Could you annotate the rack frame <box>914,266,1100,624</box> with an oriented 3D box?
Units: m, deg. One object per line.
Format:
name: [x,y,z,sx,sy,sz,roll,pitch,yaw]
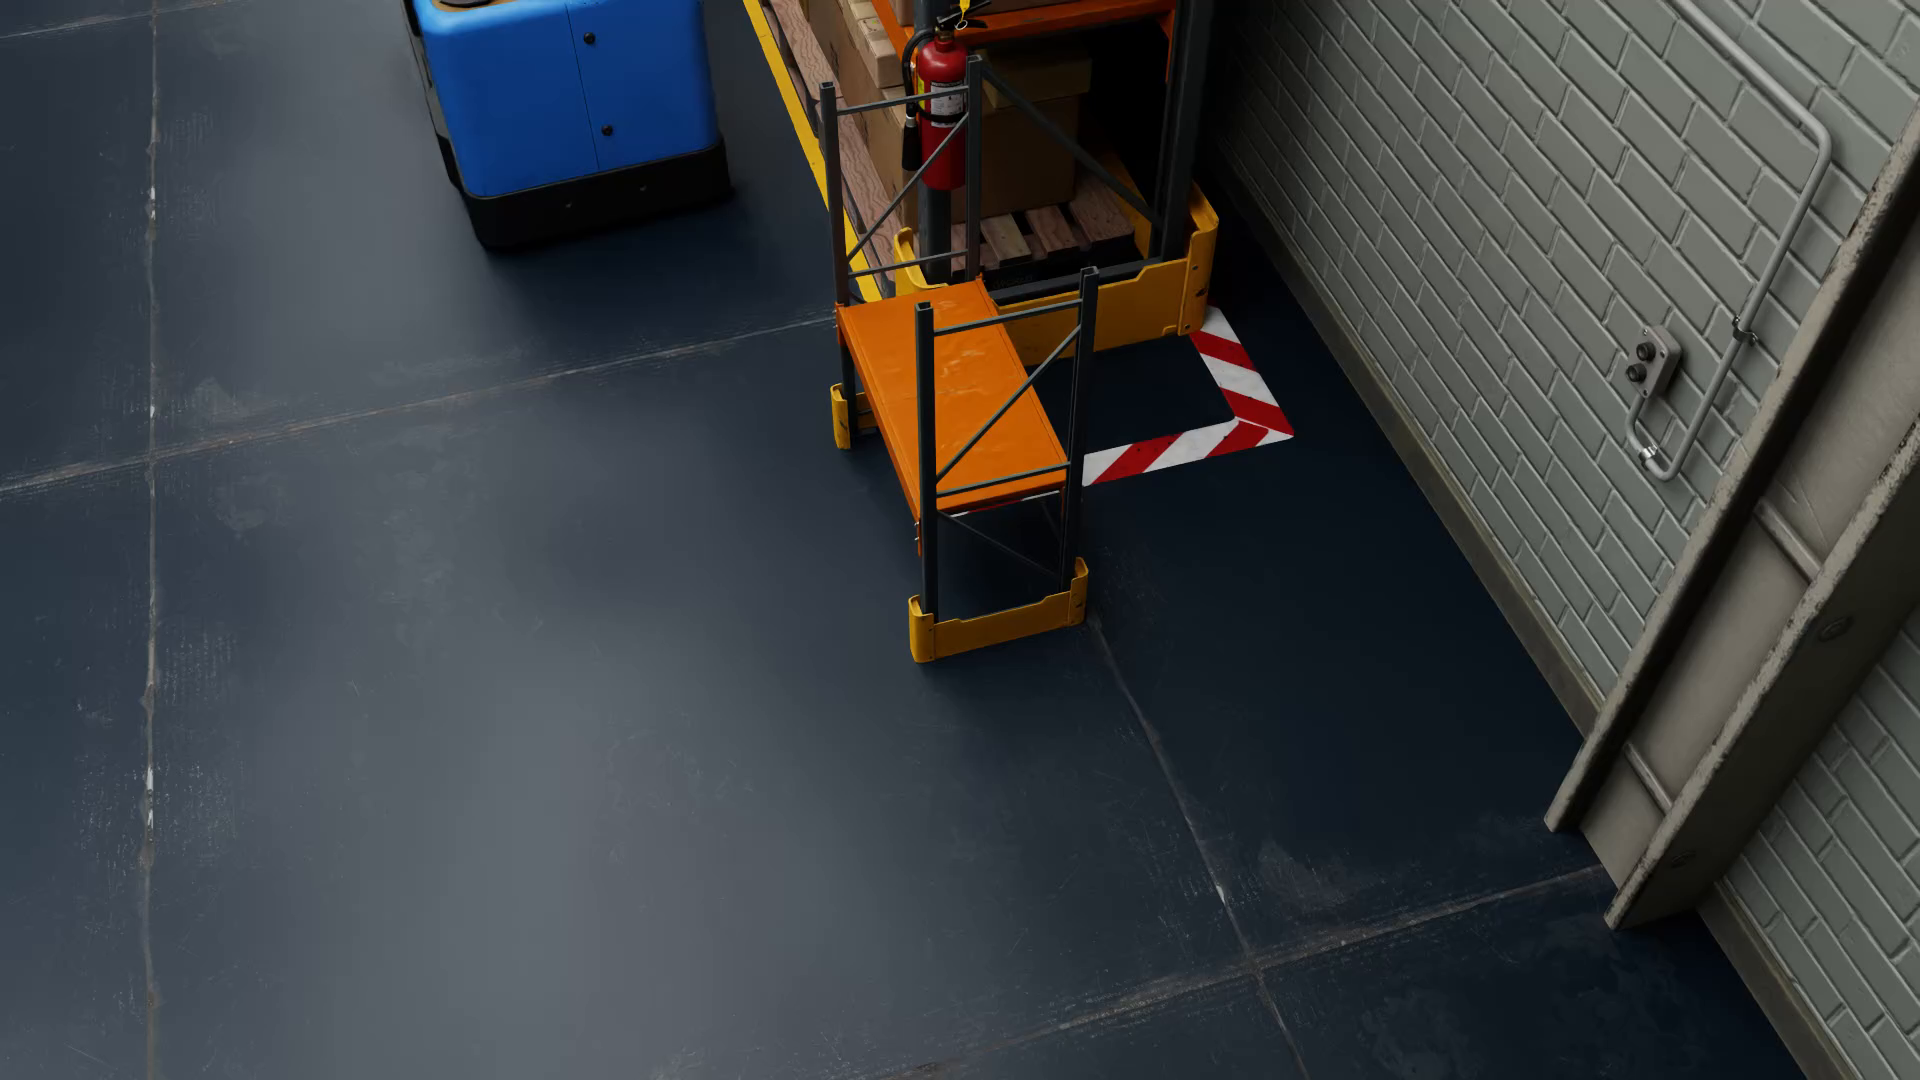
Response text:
rack frame: [0.125,-0.174,4.916,0.500,1.500,0.032,-13,51,-11]

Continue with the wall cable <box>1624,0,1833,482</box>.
wall cable: [1.629,-1.398,4.302,0.084,1.984,1.851,-13,51,-11]

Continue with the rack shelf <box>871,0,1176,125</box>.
rack shelf: [-0.245,-3.021,6.805,1.077,0.370,4.000,-13,51,-11]

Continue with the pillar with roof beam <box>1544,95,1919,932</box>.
pillar with roof beam: [-2.141,-0.976,0.687,9.100,9.000,0.400,-13,51,-11]

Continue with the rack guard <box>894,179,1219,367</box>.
rack guard: [0.354,-0.969,6.240,1.175,0.500,0.348,-13,51,-11]

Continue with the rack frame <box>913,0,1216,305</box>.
rack frame: [0.347,-1.792,5.299,1.000,3.000,0.127,-13,51,-11]

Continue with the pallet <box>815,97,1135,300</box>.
pallet: [0.035,-1.460,6.842,1.003,0.211,1.213,-13,51,-11]

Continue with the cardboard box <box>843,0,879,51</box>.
cardboard box: [-0.244,-2.059,6.460,0.380,0.149,0.250,-12,51,-10]

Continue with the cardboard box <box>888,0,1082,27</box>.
cardboard box: [0.186,-2.259,5.496,0.980,0.700,0.700,-11,51,-9]

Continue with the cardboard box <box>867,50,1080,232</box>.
cardboard box: [0.044,-1.610,6.506,0.700,0.500,0.500,-13,51,-11]

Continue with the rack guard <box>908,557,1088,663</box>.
rack guard: [0.125,0.227,5.395,0.587,0.250,0.087,-13,51,-11]

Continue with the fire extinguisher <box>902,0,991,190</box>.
fire extinguisher: [-0.050,-1.432,5.290,0.296,0.674,0.183,-13,51,-11]

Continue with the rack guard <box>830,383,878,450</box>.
rack guard: [-0.170,-0.500,6.008,0.587,0.250,0.087,-13,51,-11]

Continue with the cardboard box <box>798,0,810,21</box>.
cardboard box: [-0.418,-2.731,7.450,0.700,0.500,0.500,-12,51,-10]

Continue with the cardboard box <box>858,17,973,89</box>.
cardboard box: [-0.168,-1.872,6.302,0.380,0.149,0.250,-14,51,-11]

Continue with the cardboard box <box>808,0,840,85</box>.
cardboard box: [-0.253,-2.343,7.124,0.700,0.500,0.500,-15,51,-12]

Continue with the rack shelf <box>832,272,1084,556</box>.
rack shelf: [-0.025,-0.430,5.367,0.538,0.185,1.000,-13,51,-11]

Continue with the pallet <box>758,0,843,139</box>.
pallet: [-0.322,-2.349,7.592,1.003,0.211,1.213,-13,51,-11]

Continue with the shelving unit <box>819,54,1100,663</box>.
shelving unit: [-0.023,-0.539,5.223,0.587,1.500,1.083,-13,51,-11]

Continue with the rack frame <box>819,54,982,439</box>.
rack frame: [-0.176,-0.917,5.542,0.500,1.500,0.032,-13,51,-11]

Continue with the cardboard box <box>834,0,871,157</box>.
cardboard box: [-0.104,-1.976,6.814,0.700,0.500,0.500,-13,51,-11]

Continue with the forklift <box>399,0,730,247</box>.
forklift: [-1.951,-3.270,6.590,1.130,2.935,3.031,-16,52,-13]

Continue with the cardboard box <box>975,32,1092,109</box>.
cardboard box: [0.272,-1.773,6.219,0.380,0.149,0.250,-13,51,-11]
